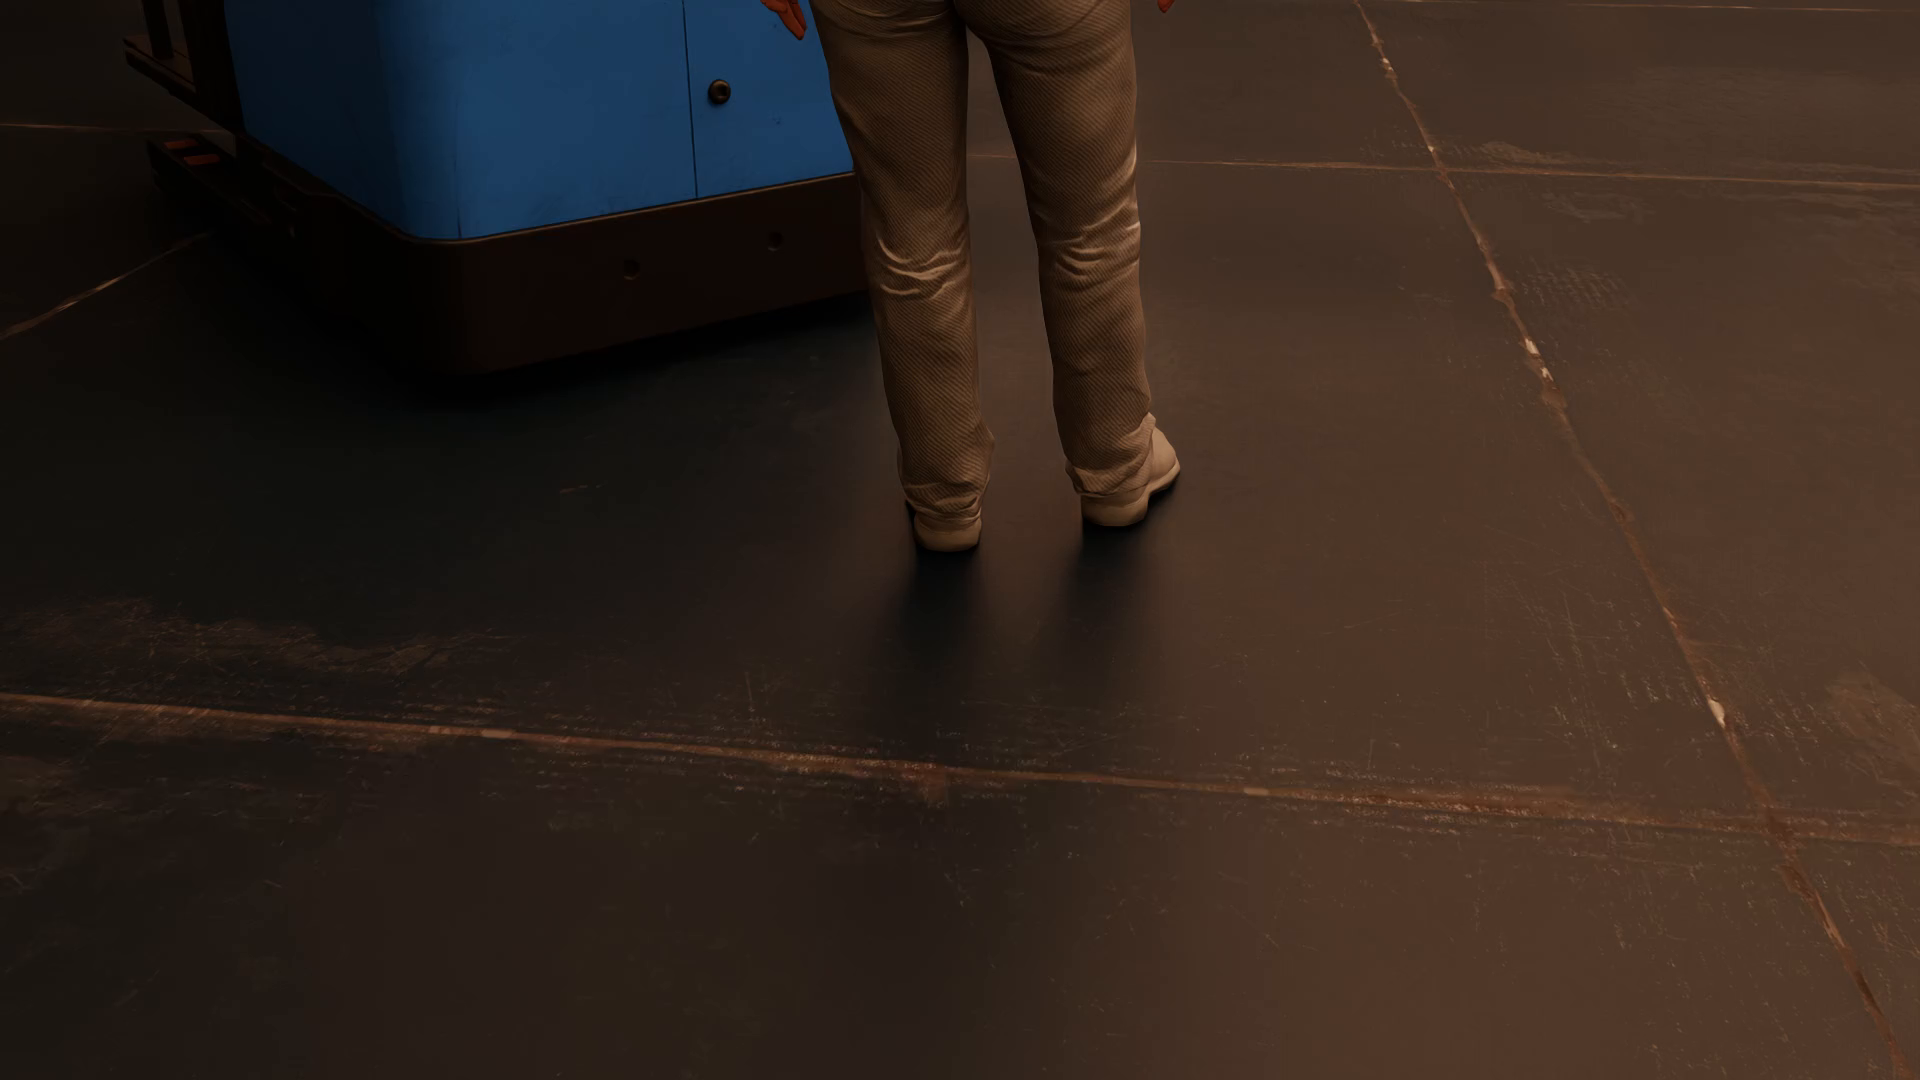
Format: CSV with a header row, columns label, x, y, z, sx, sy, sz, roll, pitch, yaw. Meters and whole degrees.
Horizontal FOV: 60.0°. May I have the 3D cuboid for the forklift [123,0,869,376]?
label,x,y,z,sx,sy,sz,roll,pitch,yaw
forklift,-1.379,-2.197,3.622,1.130,2.935,3.031,-18,32,-32

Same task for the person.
label,x,y,z,sx,sy,sz,roll,pitch,yaw
person,0.016,-0.825,2.156,0.632,1.768,0.567,3,27,7
